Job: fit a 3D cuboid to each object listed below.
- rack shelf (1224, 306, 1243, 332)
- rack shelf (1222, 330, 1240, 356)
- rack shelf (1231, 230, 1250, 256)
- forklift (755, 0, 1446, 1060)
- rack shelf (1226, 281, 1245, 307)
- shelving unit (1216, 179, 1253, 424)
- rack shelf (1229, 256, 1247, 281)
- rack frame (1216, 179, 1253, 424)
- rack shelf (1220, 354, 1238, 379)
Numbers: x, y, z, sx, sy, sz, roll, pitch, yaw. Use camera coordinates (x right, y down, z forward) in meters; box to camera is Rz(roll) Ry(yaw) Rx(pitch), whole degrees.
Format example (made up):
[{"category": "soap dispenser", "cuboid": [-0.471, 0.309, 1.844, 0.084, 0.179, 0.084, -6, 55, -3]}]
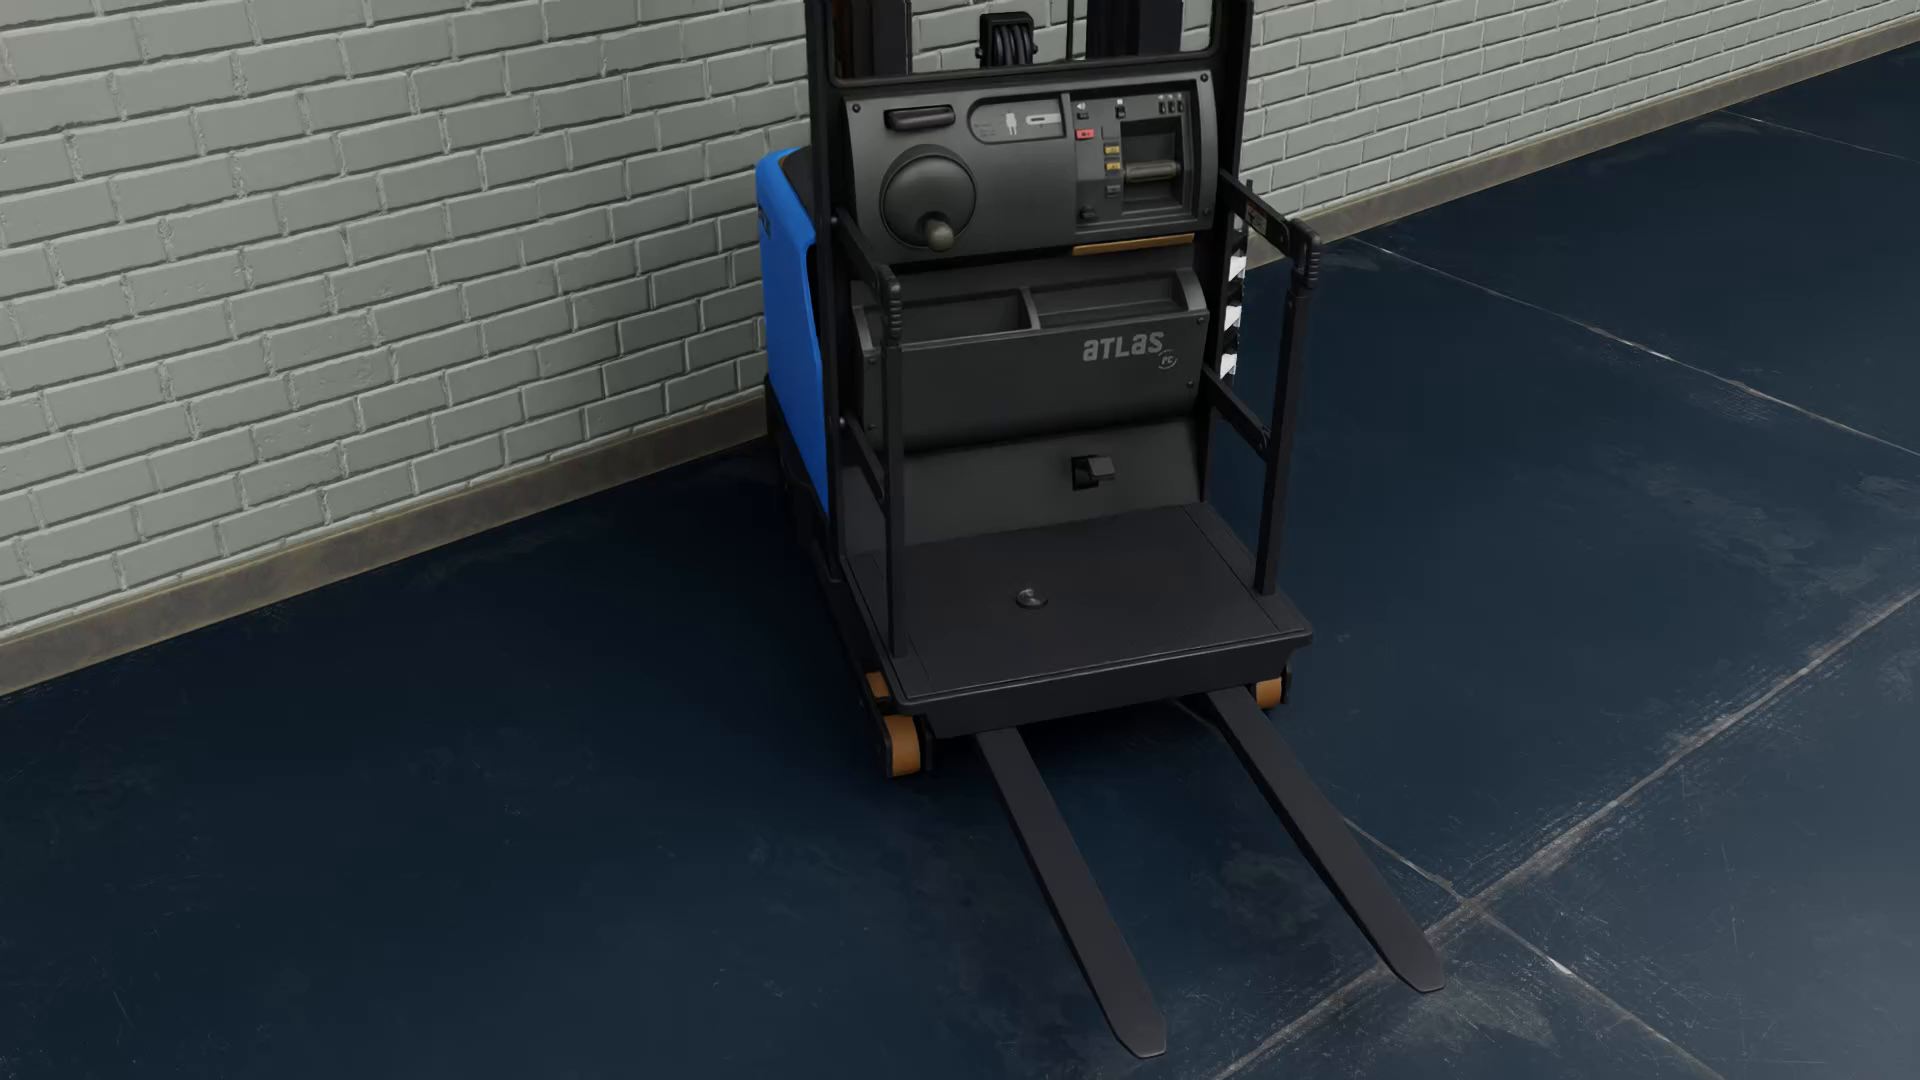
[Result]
[{"category": "rack shelf", "cuboid": [0.804, -0.750, 5.668, 0.258, 0.077, 0.200, 16, 35, 24]}, {"category": "rack shelf", "cuboid": [0.804, -0.673, 5.715, 0.258, 0.077, 0.200, 16, 35, 24]}, {"category": "rack shelf", "cuboid": [0.804, -0.979, 5.525, 0.258, 0.077, 0.200, 16, 35, 24]}, {"category": "forklift", "cuboid": [0.247, -0.869, 3.872, 1.130, 2.935, 3.031, -9, 33, -14]}, {"category": "rack shelf", "cuboid": [0.804, -0.826, 5.620, 0.258, 0.077, 0.200, 16, 35, 24]}, {"category": "shelving unit", "cuboid": [0.804, -0.778, 5.650, 0.258, 0.900, 0.210, 16, 35, 24]}, {"category": "rack shelf", "cuboid": [0.804, -0.903, 5.573, 0.258, 0.077, 0.200, 16, 35, 24]}, {"category": "rack frame", "cuboid": [0.853, -0.825, 5.726, 0.240, 0.900, 0.006, 16, 35, 24]}, {"category": "rack shelf", "cuboid": [0.804, -0.597, 5.763, 0.258, 0.077, 0.200, 16, 35, 24]}]
